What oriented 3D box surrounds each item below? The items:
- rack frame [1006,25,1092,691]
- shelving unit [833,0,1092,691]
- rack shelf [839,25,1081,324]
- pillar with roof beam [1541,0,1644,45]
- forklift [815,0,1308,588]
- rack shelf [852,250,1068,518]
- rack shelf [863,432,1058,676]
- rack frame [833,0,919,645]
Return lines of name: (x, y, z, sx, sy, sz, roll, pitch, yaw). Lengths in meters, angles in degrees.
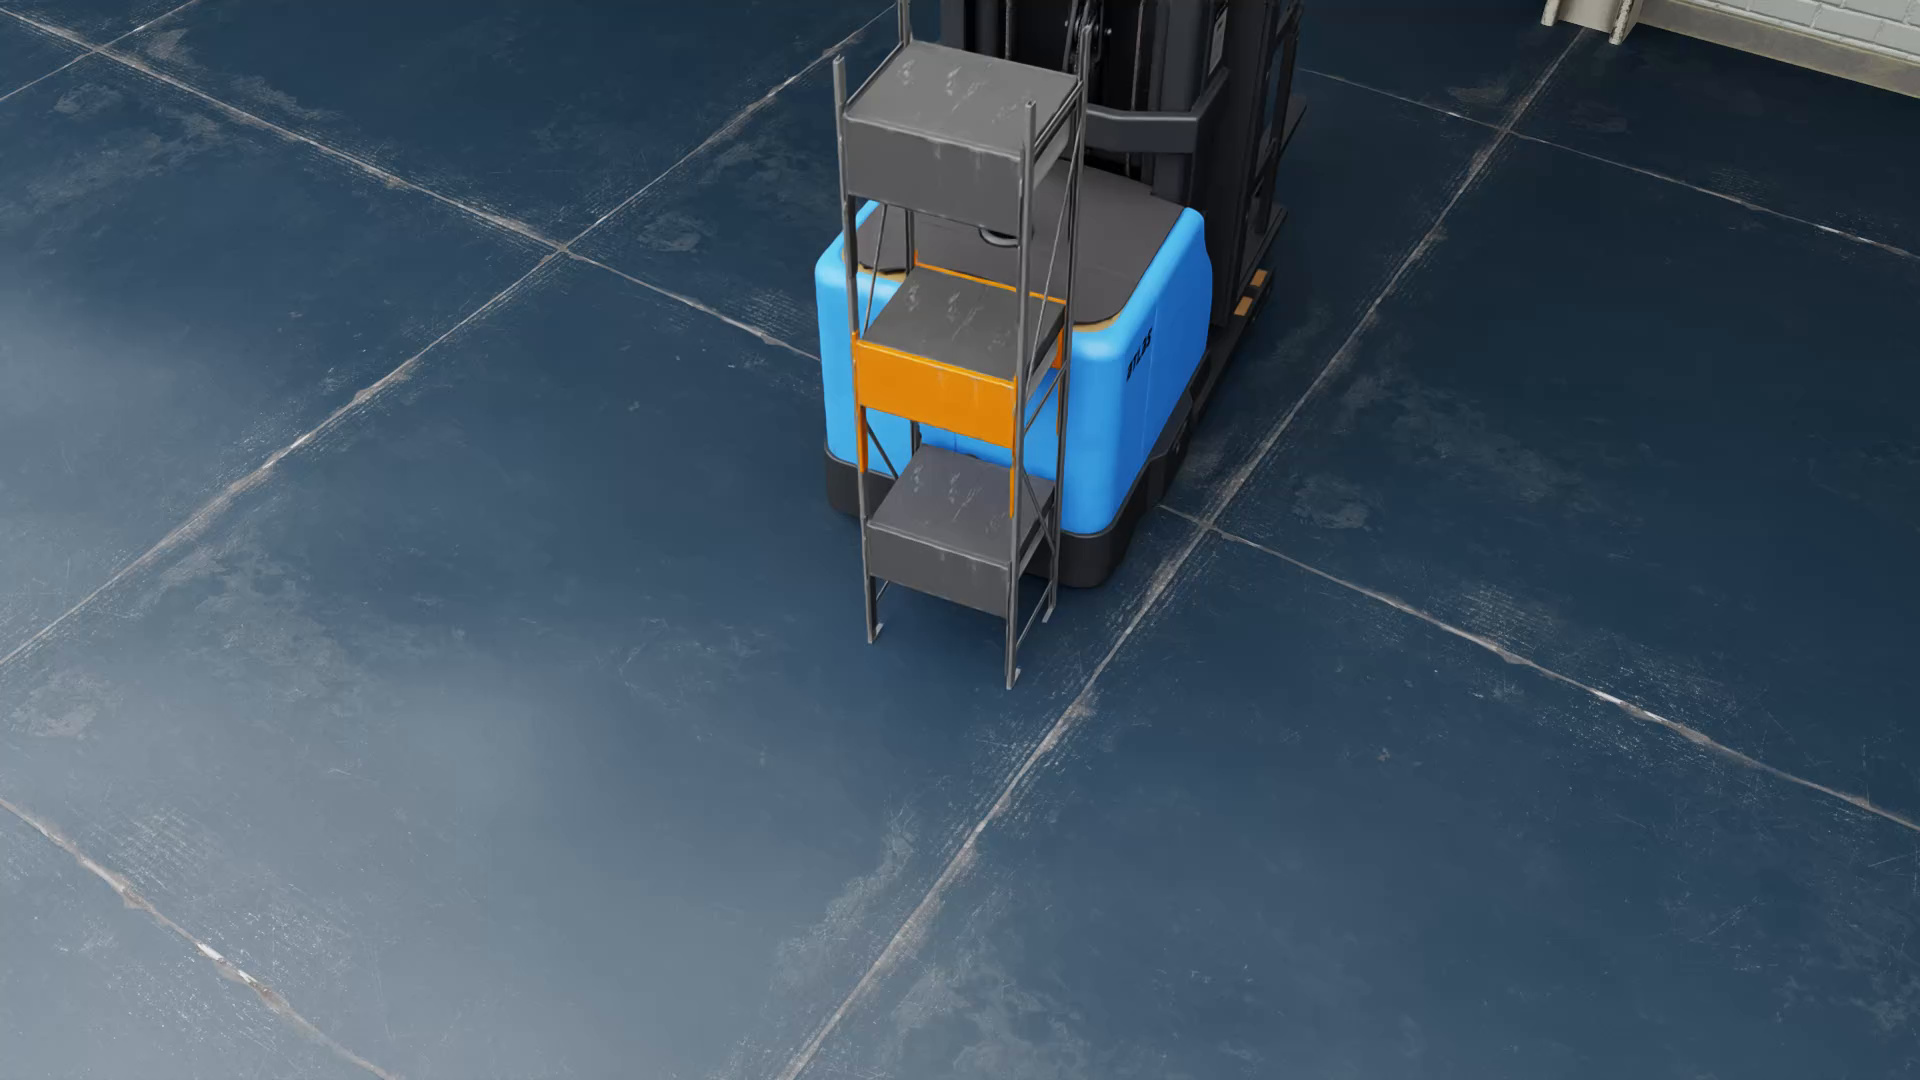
rack frame: (0.234, -0.385, 4.660, 0.015, 2.100, 0.400, 17, 48, 16)
shelving unit: (0.010, -0.454, 4.727, 0.503, 2.100, 0.431, 17, 48, 16)
rack shelf: (0.010, -0.932, 4.235, 0.480, 0.518, 0.431, 17, 48, 16)
pillar with roof beam: (0.801, -3.113, 2.500, 0.400, 9.000, 9.100, 25, 51, 22)
forklift: (0.603, -1.932, 5.584, 1.130, 2.935, 3.031, 18, 48, 17)
rack shelf: (0.010, -0.445, 4.737, 0.480, 0.518, 0.431, 17, 48, 16)
rack shelf: (0.010, 0.043, 5.239, 0.480, 0.518, 0.431, 17, 48, 16)
rack frame: (-0.214, -0.524, 4.795, 0.015, 2.100, 0.400, 17, 48, 16)
